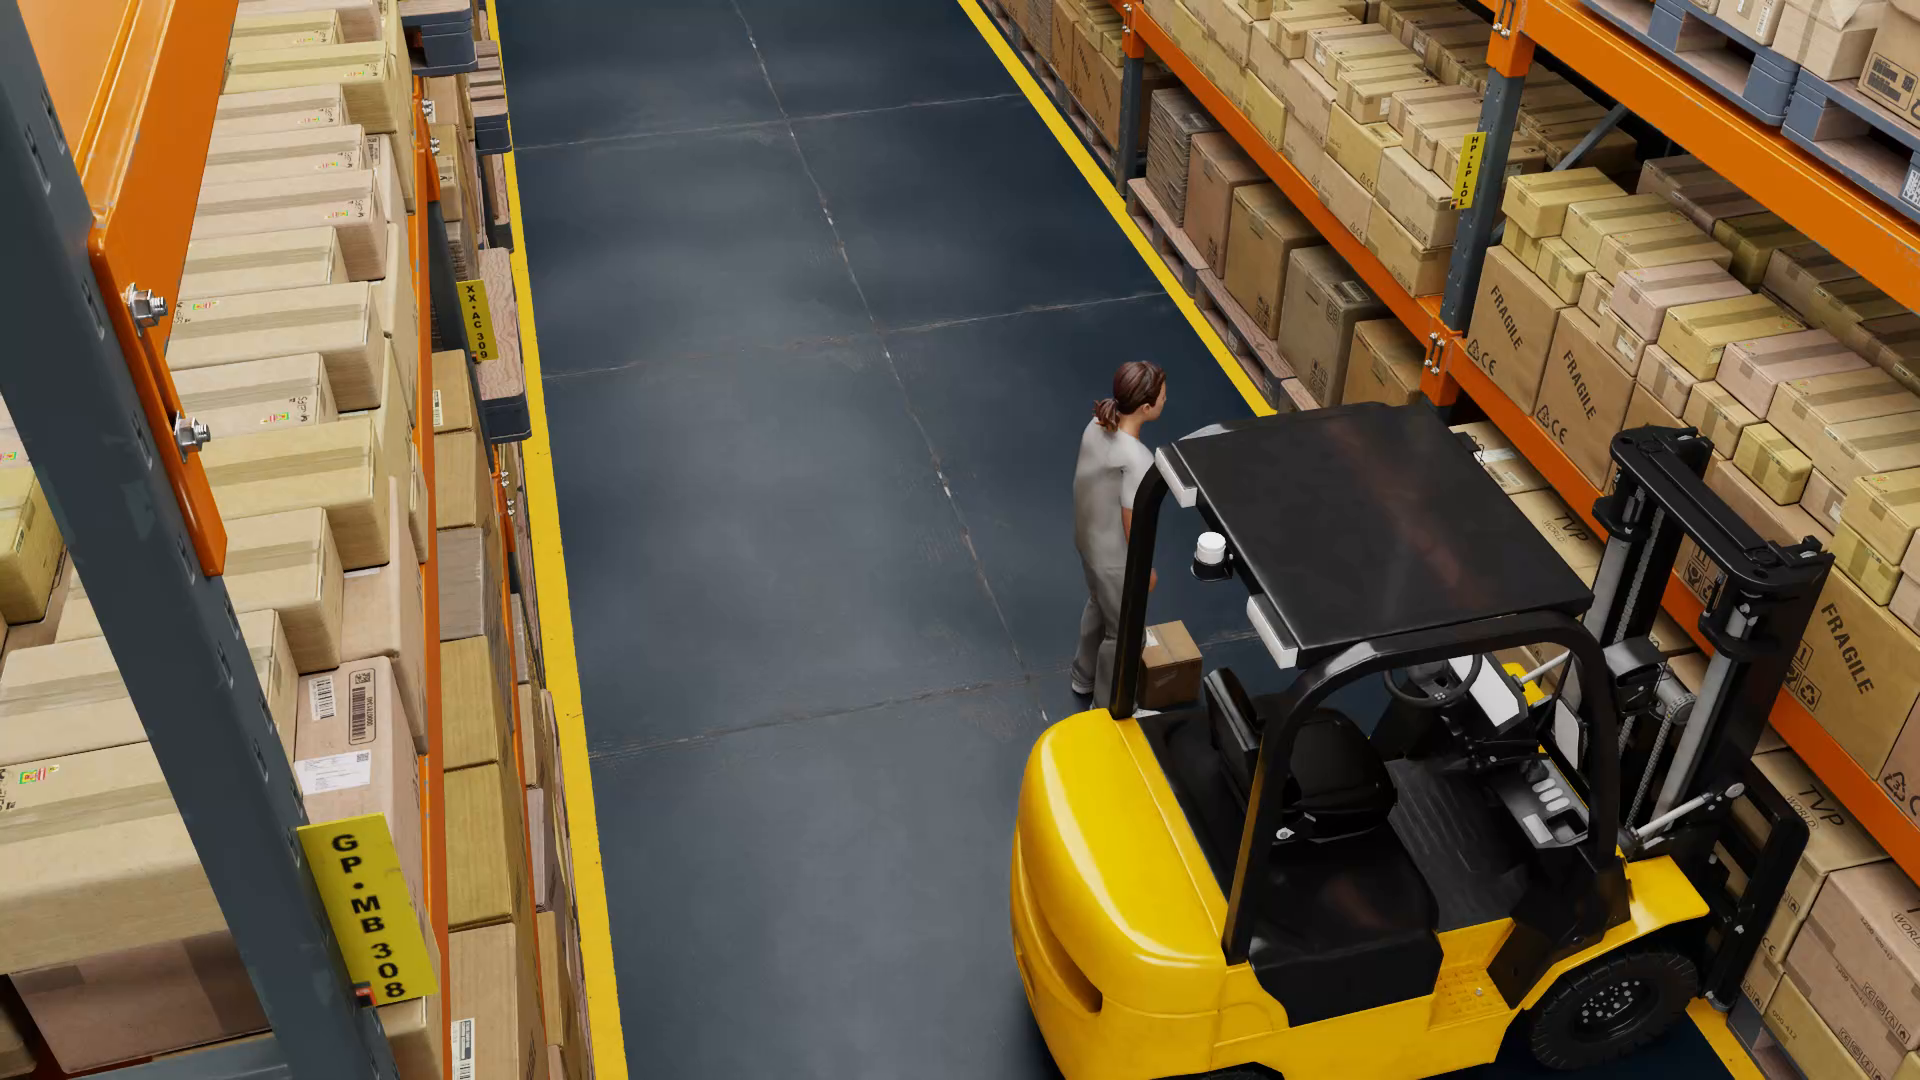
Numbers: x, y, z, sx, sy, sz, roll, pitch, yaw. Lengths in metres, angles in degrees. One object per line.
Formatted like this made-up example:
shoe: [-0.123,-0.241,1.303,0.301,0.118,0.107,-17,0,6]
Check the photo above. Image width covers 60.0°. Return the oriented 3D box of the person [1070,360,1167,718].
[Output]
person: [0.639,0.024,6.684,0.354,1.673,0.513,-11,40,-14]
